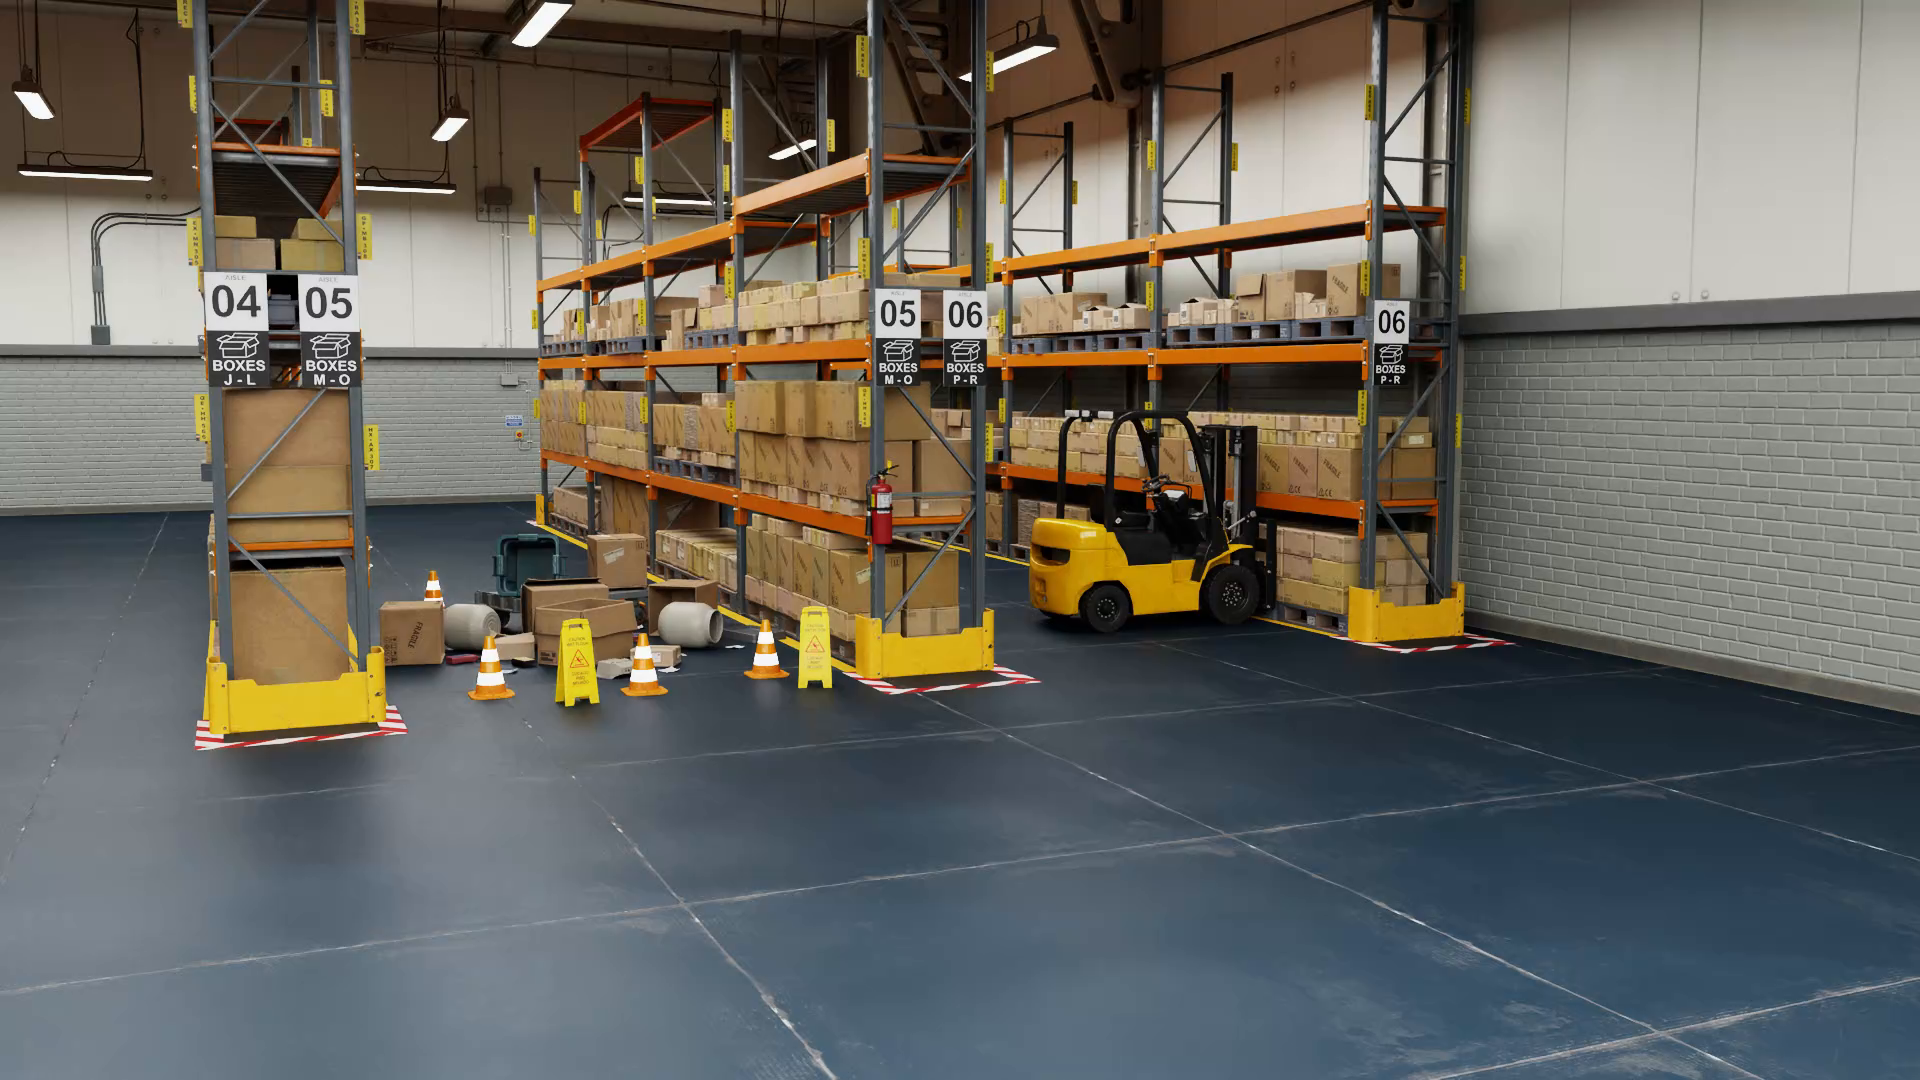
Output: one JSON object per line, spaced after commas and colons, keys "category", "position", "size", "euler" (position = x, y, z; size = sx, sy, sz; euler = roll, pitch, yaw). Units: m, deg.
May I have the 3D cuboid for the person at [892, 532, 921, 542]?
{"category": "person", "position": [-0.621, -0.149, 18.450], "size": [0.504, 1.678, 0.372], "euler": [-3, 6, -26]}
